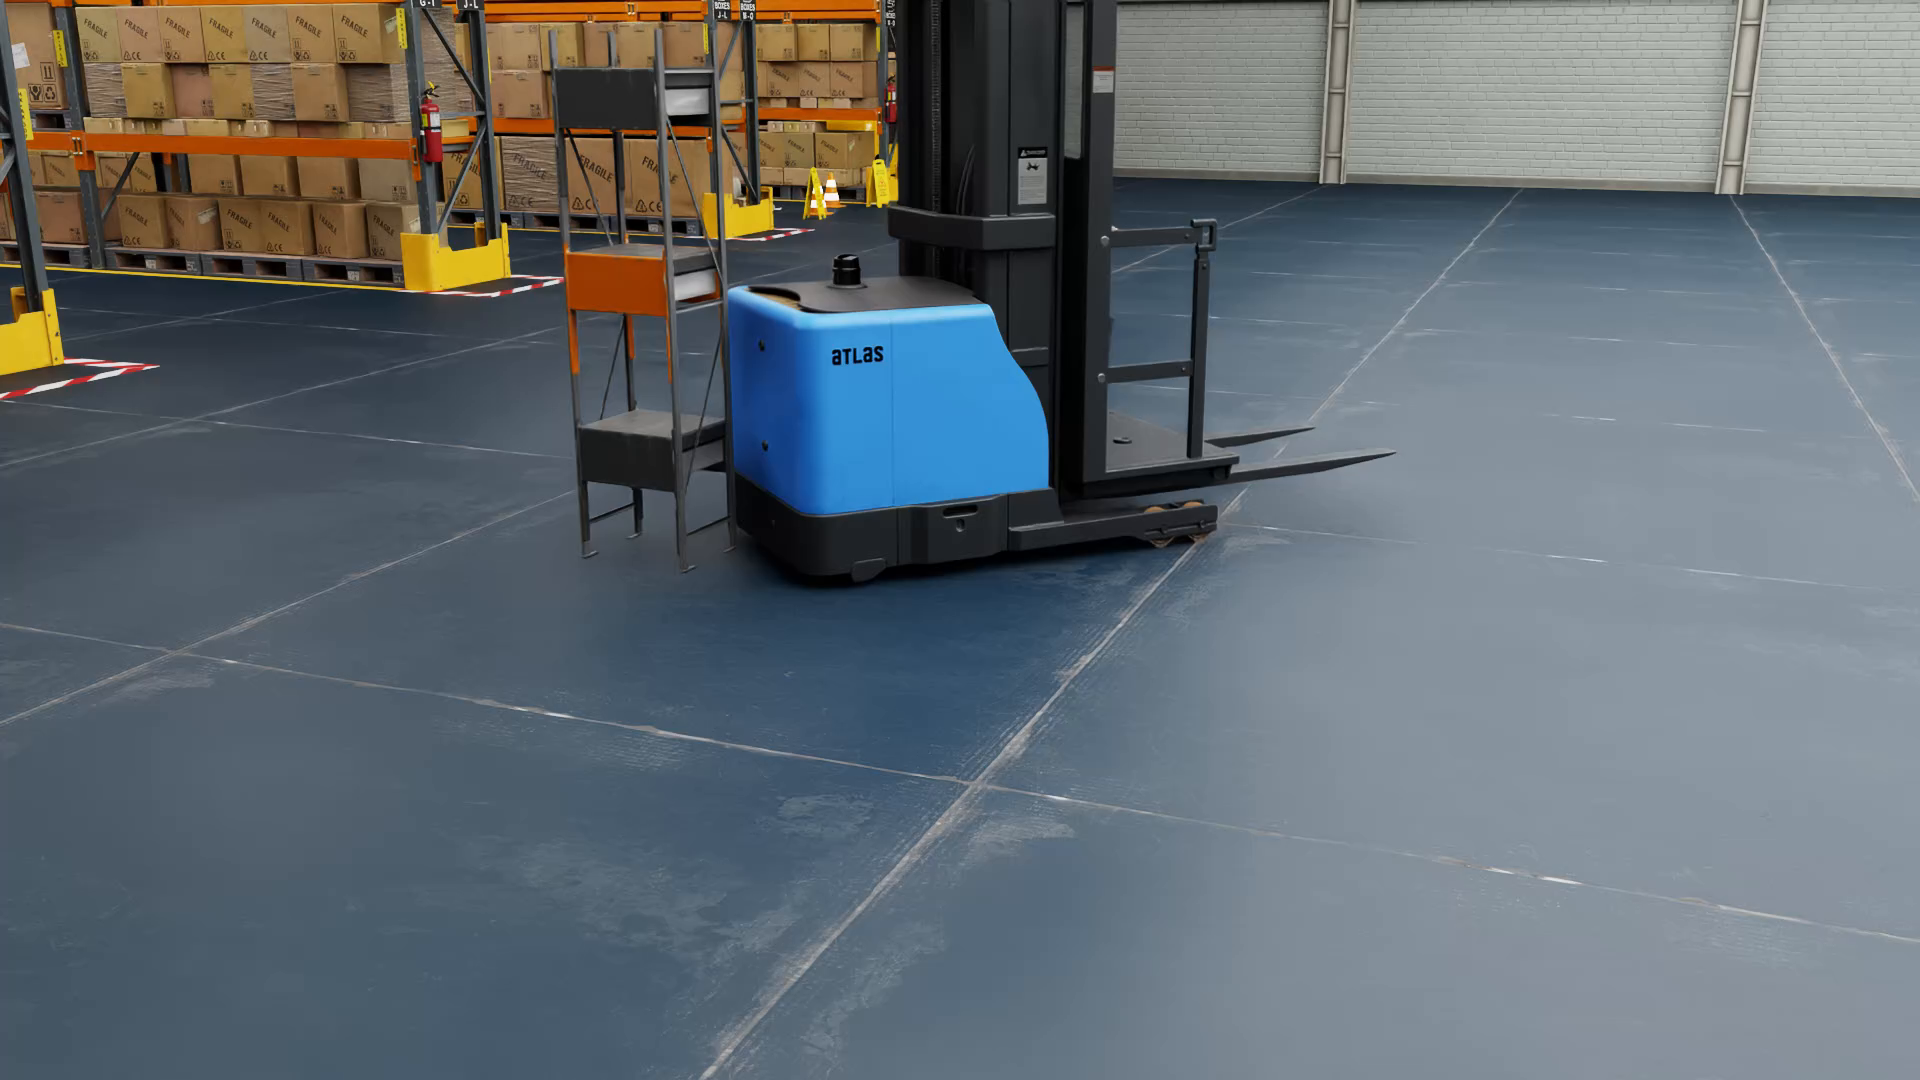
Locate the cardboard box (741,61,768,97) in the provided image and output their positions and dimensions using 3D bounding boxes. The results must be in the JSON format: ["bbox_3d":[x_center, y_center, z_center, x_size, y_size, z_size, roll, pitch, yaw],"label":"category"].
[{"bbox_3d":[-2.909,-6.711,24.199,0.500,0.500,0.500,6,17,21],"label":"cardboard box"}]

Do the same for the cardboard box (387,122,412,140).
[{"bbox_3d":[-4.888,-3.660,14.851,0.250,0.149,0.380,6,17,21],"label":"cardboard box"}]

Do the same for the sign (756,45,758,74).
[{"bbox_3d":[-2.424,-5.678,19.658,0.005,0.325,0.100,6,17,21],"label":"sign"}]

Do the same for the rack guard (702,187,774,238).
[{"bbox_3d":[-2.611,-3.878,19.636,0.348,0.500,1.175,6,17,21],"label":"rack guard"}]

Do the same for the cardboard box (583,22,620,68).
[{"bbox_3d":[-3.980,-5.845,19.720,0.550,0.550,0.875,6,17,21],"label":"cardboard box"}]

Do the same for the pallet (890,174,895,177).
[{"bbox_3d":[-0.951,-6.516,29.241,1.213,0.211,1.003,6,17,21],"label":"pallet"}]

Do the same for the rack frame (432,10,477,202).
[{"bbox_3d":[-6.354,-5.490,20.705,0.127,3.000,1.000,6,17,21],"label":"rack frame"}]

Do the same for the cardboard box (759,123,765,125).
[{"bbox_3d":[-4.022,-7.265,30.325,0.625,0.625,0.875,6,17,20],"label":"cardboard box"}]

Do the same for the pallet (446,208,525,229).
[{"bbox_3d":[-5.675,-4.053,20.756,1.213,0.211,1.003,6,17,21],"label":"pallet"}]

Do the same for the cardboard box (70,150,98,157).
[{"bbox_3d":[-11.748,-5.368,22.668,0.500,0.250,0.500,7,17,22],"label":"cardboard box"}]

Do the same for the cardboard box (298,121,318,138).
[{"bbox_3d":[-5.816,-3.764,15.209,0.250,0.149,0.380,6,17,21],"label":"cardboard box"}]

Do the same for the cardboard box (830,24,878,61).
[{"bbox_3d":[-1.466,-7.042,23.544,0.500,0.500,0.700,6,17,19],"label":"cardboard box"}]

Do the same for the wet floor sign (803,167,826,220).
[{"bbox_3d":[-1.879,-4.461,21.383,0.232,0.644,0.267,3,17,11],"label":"wet floor sign"}]

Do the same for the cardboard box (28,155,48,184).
[{"bbox_3d":[-12.713,-5.112,23.132,0.500,0.500,0.500,7,18,23],"label":"cardboard box"}]

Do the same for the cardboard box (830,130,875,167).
[{"bbox_3d":[-1.582,-5.773,24.513,0.500,0.500,0.500,6,17,19],"label":"cardboard box"}]

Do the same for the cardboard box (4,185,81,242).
[{"bbox_3d":[-9.268,-3.347,17.017,0.500,0.500,0.700,6,17,20],"label":"cardboard box"}]

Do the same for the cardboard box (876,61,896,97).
[{"bbox_3d":[-1.250,-6.686,24.113,0.500,0.500,0.500,6,17,20],"label":"cardboard box"}]

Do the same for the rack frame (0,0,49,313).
[{"bbox_3d":[-6.364,-2.520,10.475,0.127,3.000,1.000,6,17,21],"label":"rack frame"}]

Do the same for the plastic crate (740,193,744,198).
[{"bbox_3d":[-3.472,-5.009,24.284,0.583,0.080,0.402,0,16,1],"label":"plastic crate"}]

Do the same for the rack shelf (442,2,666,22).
[{"bbox_3d":[-6.492,-8.084,25.550,4.000,0.370,1.077,6,17,21],"label":"rack shelf"}]

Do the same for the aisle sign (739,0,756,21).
[{"bbox_3d":[-2.457,-6.400,19.176,0.004,0.787,0.394,6,17,21],"label":"aisle sign"}]

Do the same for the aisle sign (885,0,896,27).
[{"bbox_3d":[-0.959,-7.542,23.110,0.004,0.787,0.394,6,17,21],"label":"aisle sign"}]

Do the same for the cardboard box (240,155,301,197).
[{"bbox_3d":[-8.727,-4.847,21.770,0.750,0.750,1.050,7,17,21],"label":"cardboard box"}]

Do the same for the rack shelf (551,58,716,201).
[{"bbox_3d":[-1.255,-1.610,6.492,0.480,0.518,0.431,8,18,25],"label":"rack shelf"}]

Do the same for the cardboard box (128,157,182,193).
[{"bbox_3d":[-10.783,-4.900,22.403,0.500,0.500,0.500,6,17,20],"label":"cardboard box"}]

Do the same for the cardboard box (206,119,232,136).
[{"bbox_3d":[-6.778,-3.844,15.484,0.250,0.149,0.380,6,17,21],"label":"cardboard box"}]

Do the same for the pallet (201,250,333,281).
[{"bbox_3d":[-6.491,-2.691,16.065,1.213,0.211,1.003,6,17,21],"label":"pallet"}]

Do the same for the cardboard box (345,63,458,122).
[{"bbox_3d":[-5.048,-4.059,15.063,0.500,0.500,0.875,6,17,21],"label":"cardboard box"}]

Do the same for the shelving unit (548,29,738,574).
[{"bbox_3d":[-1.255,-0.951,6.683,0.503,2.100,0.431,8,18,25],"label":"shelving unit"}]

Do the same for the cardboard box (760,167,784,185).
[{"bbox_3d":[-2.729,-5.376,24.492,0.500,0.250,0.500,6,17,19],"label":"cardboard box"}]

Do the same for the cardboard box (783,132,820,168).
[{"bbox_3d":[-2.238,-5.683,24.204,0.500,0.500,0.500,7,18,23],"label":"cardboard box"}]

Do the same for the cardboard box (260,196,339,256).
[{"bbox_3d":[-6.266,-2.996,15.843,0.500,0.500,0.500,8,18,26],"label":"cardboard box"}]

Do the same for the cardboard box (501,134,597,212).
[{"bbox_3d":[-4.955,-4.498,20.344,0.875,0.875,0.875,6,17,21],"label":"cardboard box"}]

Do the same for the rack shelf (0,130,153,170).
[{"bbox_3d":[-10.128,-4.073,17.115,4.000,0.370,1.077,6,17,21],"label":"rack shelf"}]

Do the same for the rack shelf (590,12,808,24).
[{"bbox_3d":[-4.674,-9.372,29.986,4.000,0.370,1.077,6,17,21],"label":"rack shelf"}]

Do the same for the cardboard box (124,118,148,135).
[{"bbox_3d":[-7.708,-3.946,15.837,0.250,0.149,0.380,6,17,21],"label":"cardboard box"}]

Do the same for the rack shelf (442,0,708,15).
[{"bbox_3d":[-4.493,-6.381,19.683,4.000,0.370,1.077,6,17,21],"label":"rack shelf"}]

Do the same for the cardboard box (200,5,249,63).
[{"bbox_3d":[-6.543,-4.623,15.211,0.500,0.500,0.500,6,17,21],"label":"cardboard box"}]

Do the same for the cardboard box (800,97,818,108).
[{"bbox_3d":[-2.095,-6.285,23.892,0.250,0.149,0.380,7,17,22],"label":"cardboard box"}]

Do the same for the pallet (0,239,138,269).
[{"bbox_3d":[-8.993,-2.954,16.971,1.213,0.211,1.003,6,17,21],"label":"pallet"}]

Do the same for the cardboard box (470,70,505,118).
[{"bbox_3d":[-5.486,-5.477,20.391,0.550,0.550,0.875,6,17,21],"label":"cardboard box"}]

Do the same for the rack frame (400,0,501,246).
[{"bbox_3d":[-4.547,-3.805,14.900,0.127,3.000,1.000,6,17,21],"label":"rack frame"}]

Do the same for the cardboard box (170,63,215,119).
[{"bbox_3d":[-6.918,-4.258,15.747,0.500,0.500,0.875,6,17,21],"label":"cardboard box"}]

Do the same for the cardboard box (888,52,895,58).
[{"bbox_3d":[-1.160,-8.333,28.620,0.250,0.149,0.380,6,17,21],"label":"cardboard box"}]

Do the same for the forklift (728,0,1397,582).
[{"bbox_3d":[0.545,-1.505,7.102,3.031,2.935,1.130,-8,18,-25],"label":"forklift"}]

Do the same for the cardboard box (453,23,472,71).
[{"bbox_3d":[-6.023,-6.034,20.373,0.550,0.550,0.875,6,17,21],"label":"cardboard box"}]

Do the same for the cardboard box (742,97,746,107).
[{"bbox_3d":[-3.025,-6.397,24.278,0.250,0.149,0.380,6,17,20],"label":"cardboard box"}]

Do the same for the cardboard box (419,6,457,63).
[{"bbox_3d":[-4.958,-4.603,15.143,0.500,0.500,0.500,6,17,21],"label":"cardboard box"}]
